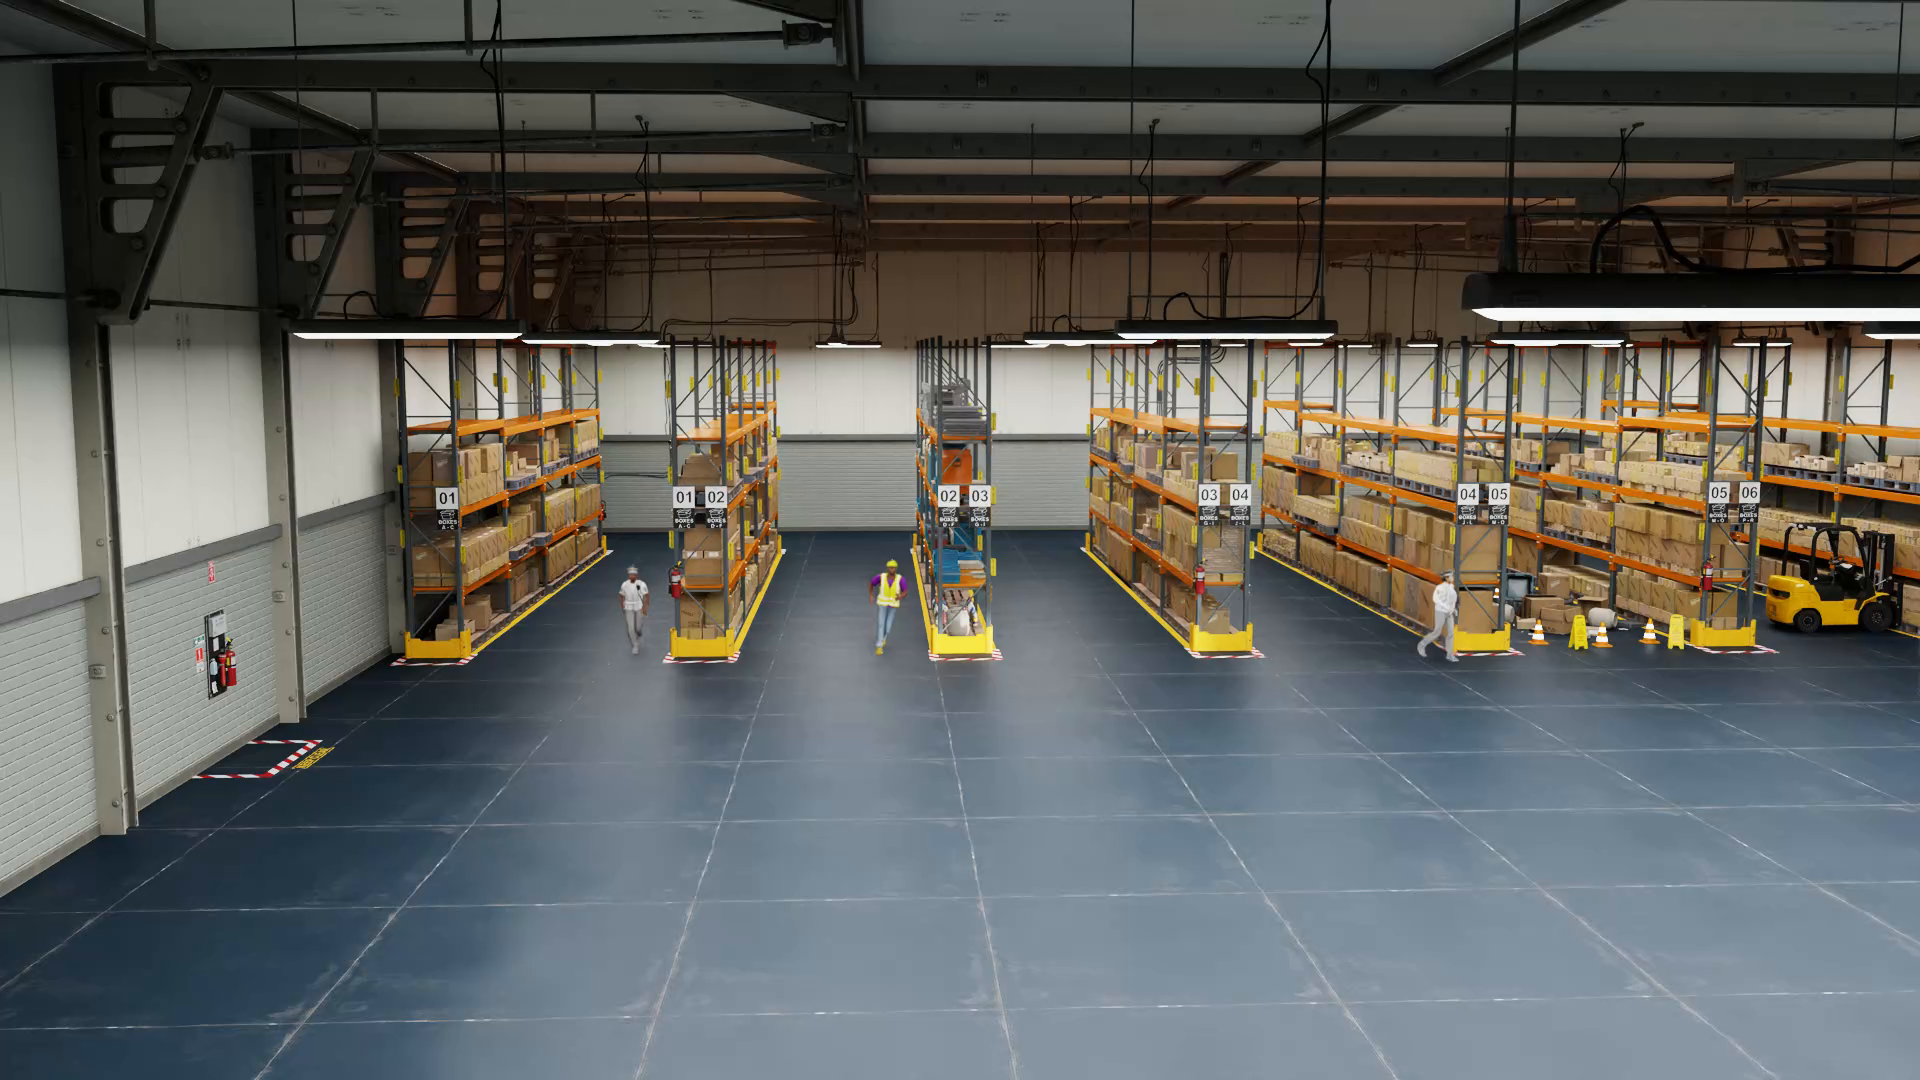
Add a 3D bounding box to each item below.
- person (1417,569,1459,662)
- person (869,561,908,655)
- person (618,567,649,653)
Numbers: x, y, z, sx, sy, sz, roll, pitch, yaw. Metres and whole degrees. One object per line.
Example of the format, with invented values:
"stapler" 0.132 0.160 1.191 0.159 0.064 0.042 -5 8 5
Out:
"person" 9.032 1.374 30.940 0.675 1.670 0.848 -5 8 -38
"person" -1.362 1.255 31.773 0.737 1.754 0.927 -1 7 -8
"person" -6.223 1.321 31.755 0.582 1.665 0.585 0 7 -4
